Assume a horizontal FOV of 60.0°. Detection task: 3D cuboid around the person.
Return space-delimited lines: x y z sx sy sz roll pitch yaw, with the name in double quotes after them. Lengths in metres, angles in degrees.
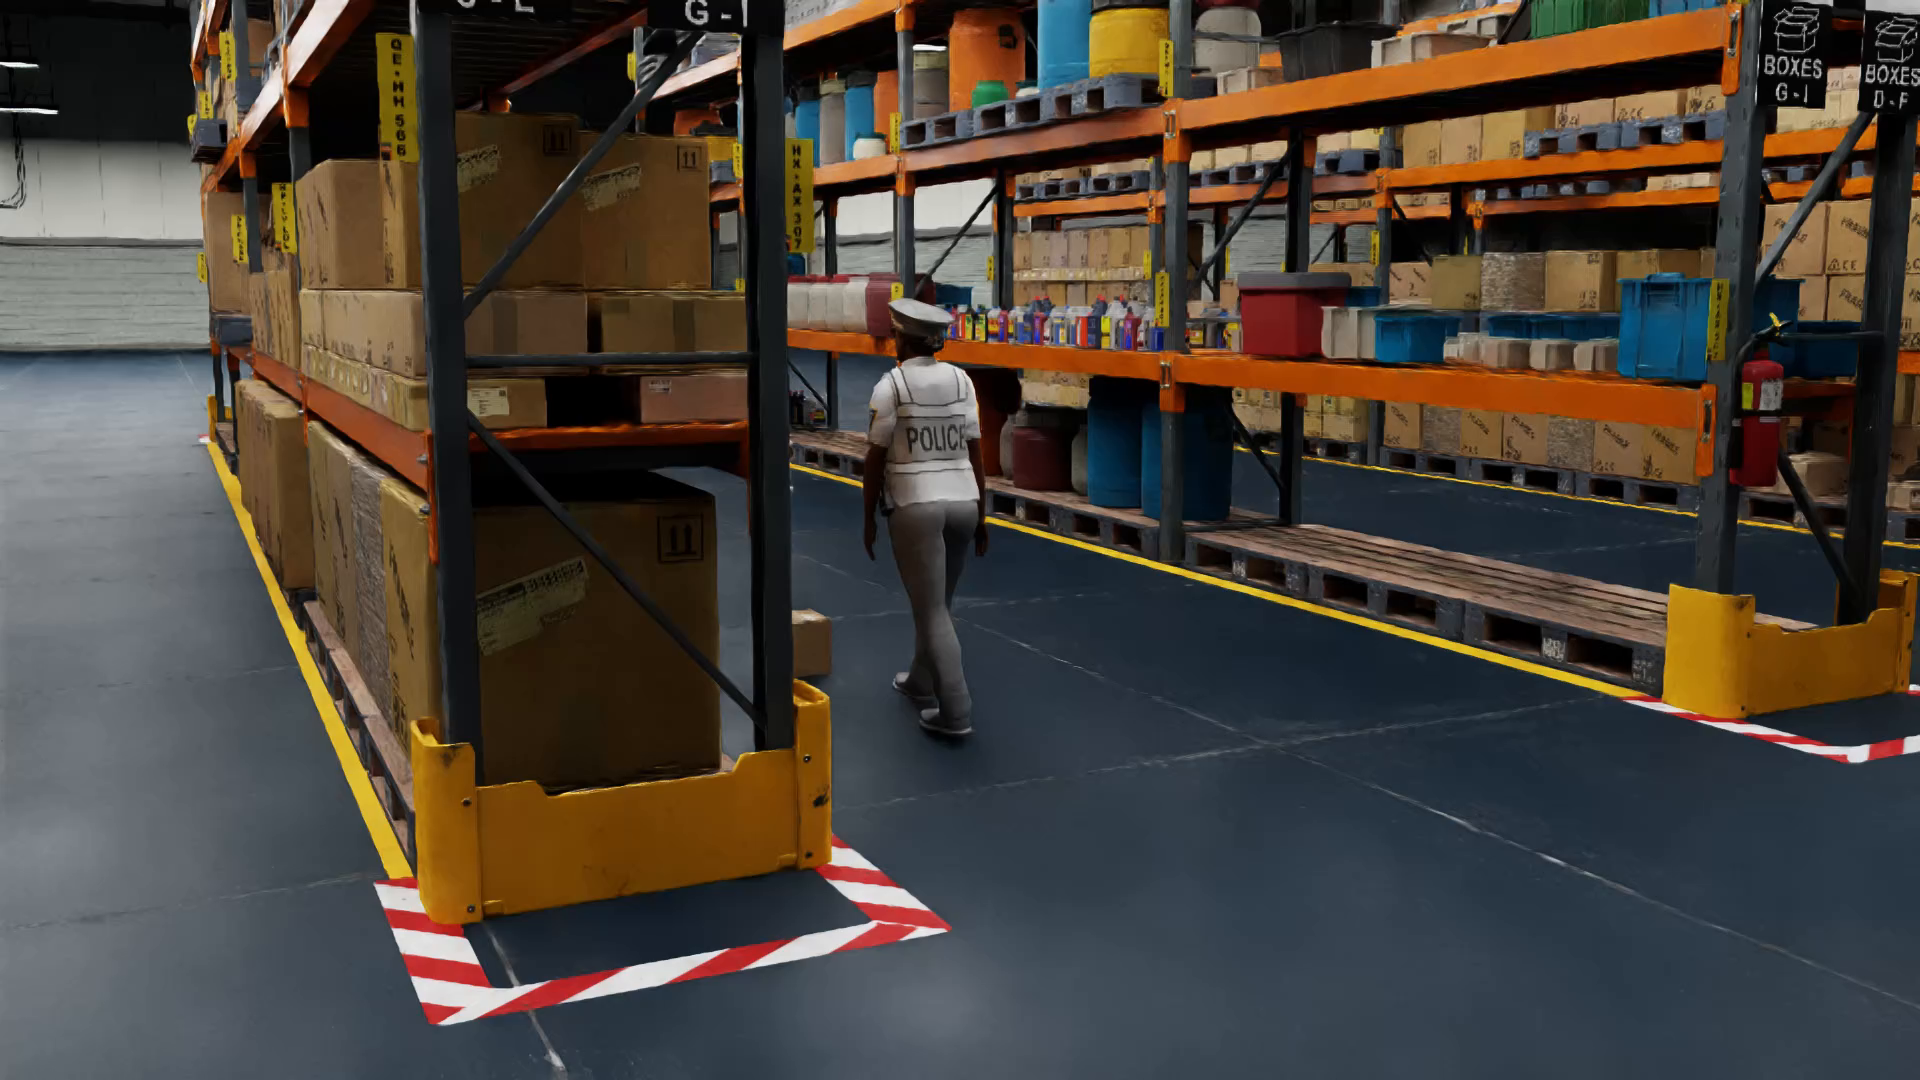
-0.175 -0.117 6.493 0.467 1.642 0.792 -5 10 -32 "person"
